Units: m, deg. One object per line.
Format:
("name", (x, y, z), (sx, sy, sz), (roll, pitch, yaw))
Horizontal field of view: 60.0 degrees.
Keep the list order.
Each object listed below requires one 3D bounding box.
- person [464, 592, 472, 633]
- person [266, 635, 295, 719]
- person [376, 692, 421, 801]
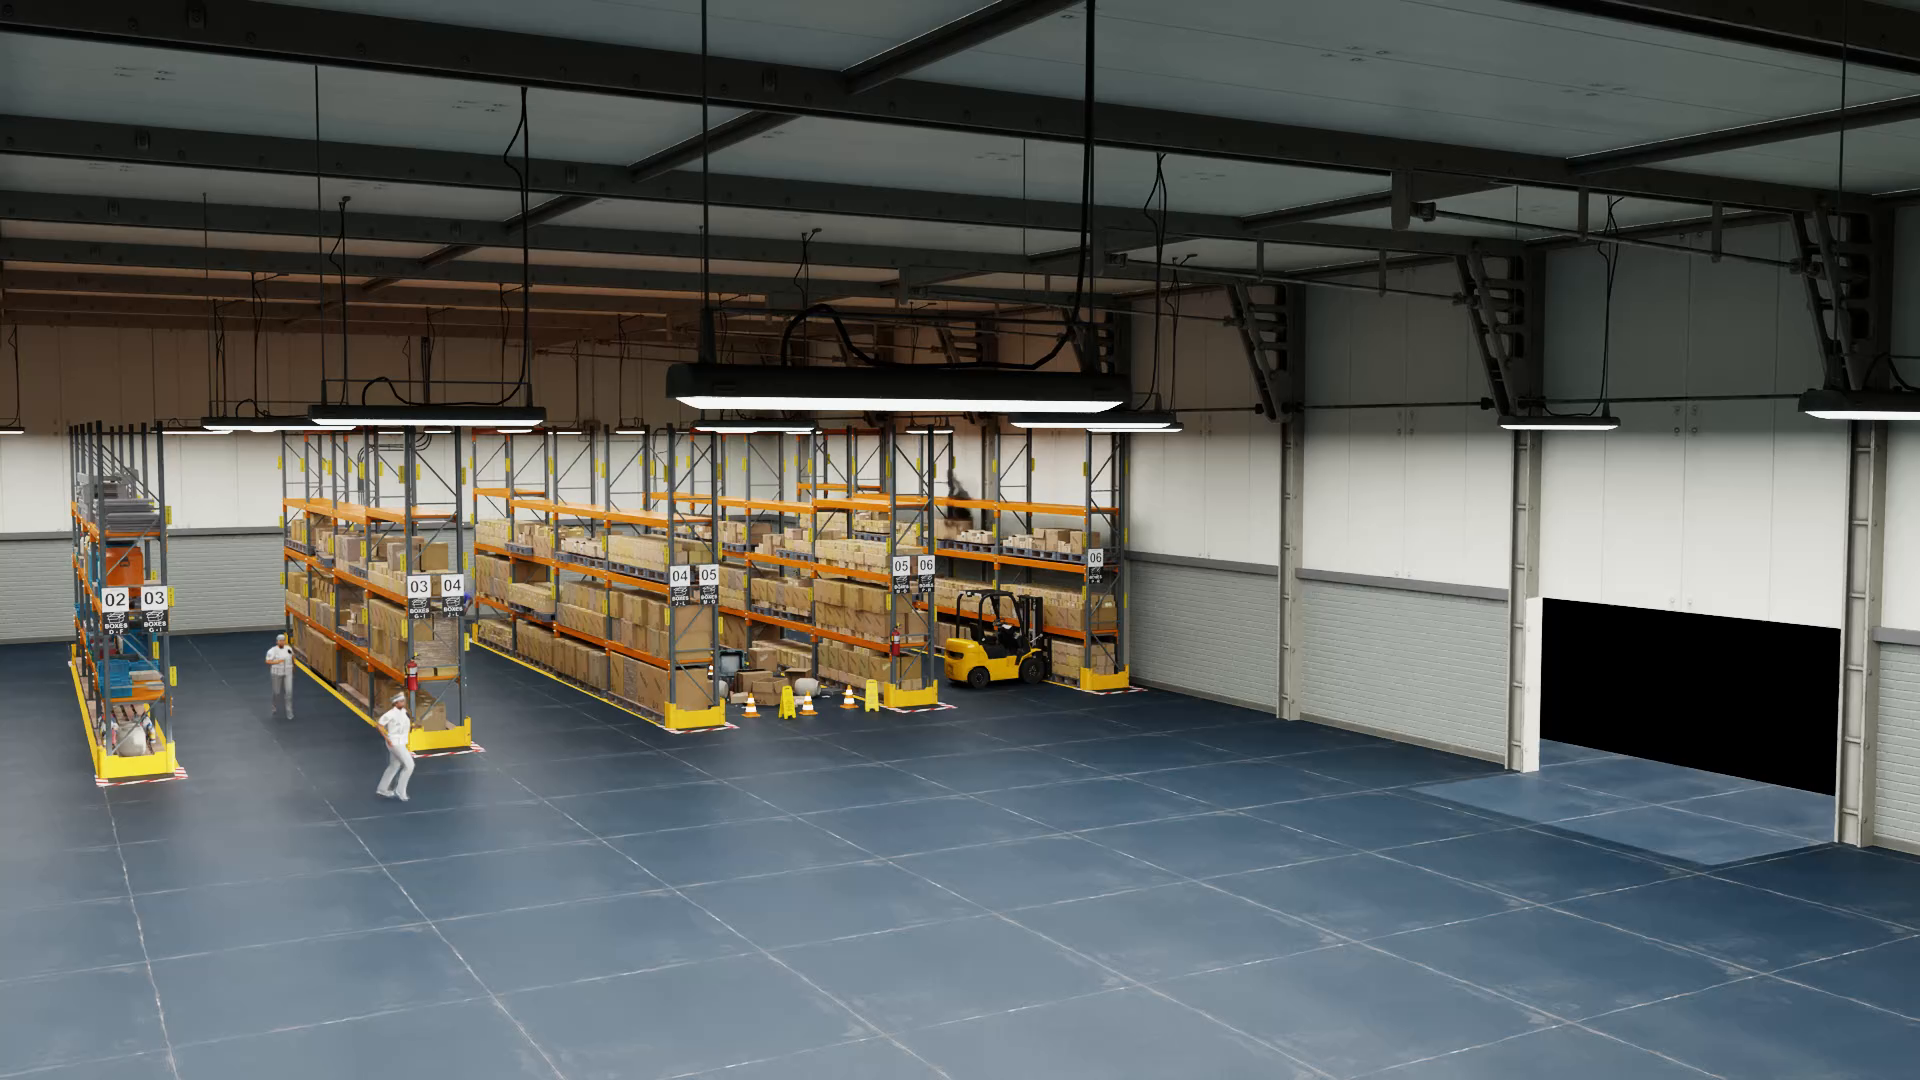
("person", (-14.319, 2.010, 47.600), (0.606, 1.568, 0.731), (-3, 5, -45))
("person", (-13.899, 2.773, 34.033), (0.624, 1.694, 0.875), (-3, 4, -36))
("person", (-8.884, 3.275, 26.324), (0.717, 1.743, 0.545), (0, 4, 2))
